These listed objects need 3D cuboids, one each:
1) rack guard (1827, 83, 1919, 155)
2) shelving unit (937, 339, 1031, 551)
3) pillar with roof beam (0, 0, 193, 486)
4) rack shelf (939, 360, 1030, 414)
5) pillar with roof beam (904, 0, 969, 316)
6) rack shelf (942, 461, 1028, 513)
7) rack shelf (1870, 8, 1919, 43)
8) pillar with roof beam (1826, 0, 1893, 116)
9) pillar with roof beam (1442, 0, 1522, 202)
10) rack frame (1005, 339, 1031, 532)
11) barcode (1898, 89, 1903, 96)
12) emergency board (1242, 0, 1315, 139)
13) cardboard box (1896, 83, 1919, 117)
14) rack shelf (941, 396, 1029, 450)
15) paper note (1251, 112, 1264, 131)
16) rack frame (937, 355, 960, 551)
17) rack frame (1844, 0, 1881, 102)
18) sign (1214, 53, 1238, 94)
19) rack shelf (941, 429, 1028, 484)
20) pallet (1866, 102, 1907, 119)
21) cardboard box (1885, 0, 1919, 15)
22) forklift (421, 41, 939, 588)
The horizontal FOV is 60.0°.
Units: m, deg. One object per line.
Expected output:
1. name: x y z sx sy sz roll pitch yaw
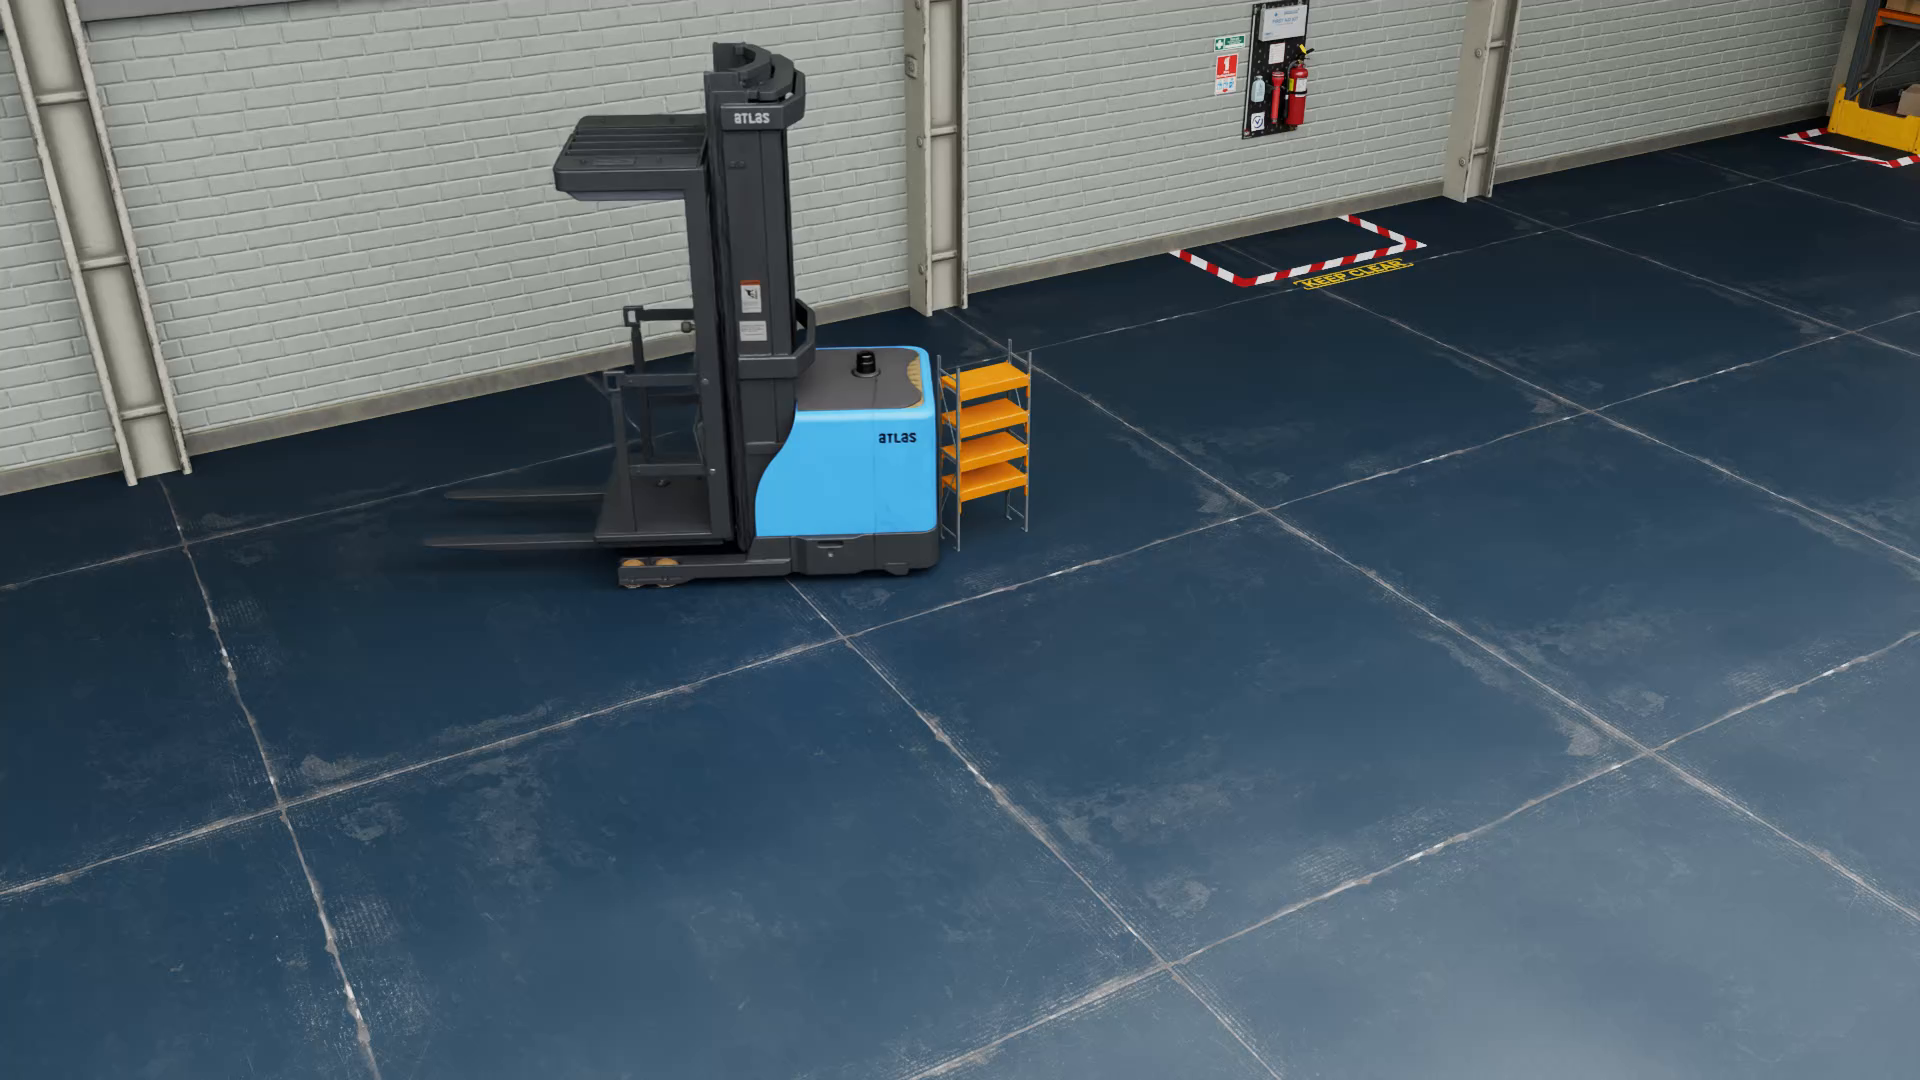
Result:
1. rack guard: 10.066 -4.577 18.025 0.348 0.500 1.175 -16 33 -26
2. shelving unit: 0.143 -0.566 10.034 0.503 1.200 0.258 -16 33 -26
3. pillar with roof beam: -3.172 -2.611 5.668 0.400 9.000 9.100 -16 33 -26
4. rack shelf: 0.143 -0.910 9.844 0.480 0.148 0.258 -16 33 -26
5. pillar with roof beam: 2.001 -4.080 8.329 0.400 9.000 9.100 -16 33 -26
6. rack shelf: 0.143 -0.333 10.162 0.480 0.148 0.258 -16 33 -26
7. rack shelf: 11.725 -5.827 18.449 4.000 0.370 1.077 -16 33 -26
8. pillar with roof beam: 12.347 -7.017 13.652 0.400 9.000 9.100 -16 33 -26
9. pillar with roof beam: 7.174 -5.549 10.991 0.400 9.000 9.100 -16 33 -26
10. rack frame: 0.353 -0.626 10.142 0.015 1.200 0.240 -16 33 -26
11. barcode: 10.455 -4.975 18.478 0.075 0.075 0.001 -16 33 -26
12. emergency board: 2.843 -4.126 14.623 0.643 1.169 0.194 -16 33 -26
13. cardboard box: 10.642 -4.800 18.170 0.500 0.311 0.500 -20 35 -32
14. rack shelf: 0.143 -0.703 9.958 0.480 0.148 0.258 -16 33 -26
15. paper note: 2.655 -3.726 14.809 0.142 0.148 0.016 -16 33 -26
16. rack frame: -0.068 -0.506 9.925 0.015 1.200 0.240 -16 33 -26
17. rack frame: 10.000 -5.652 17.388 0.127 3.000 1.000 -16 33 -26
18. sign: 2.314 -4.050 14.447 0.234 0.329 0.001 -16 33 -26
19. rack shelf: 0.143 -0.507 10.066 0.480 0.148 0.258 -16 33 -26
20. pallet: 10.784 -4.634 18.429 1.213 0.211 1.003 -16 33 -26
21. cardboard box: 10.305 -5.791 17.773 0.500 0.250 0.500 -15 32 -26
22. forklift: -1.664 -1.264 9.508 3.031 2.935 1.130 -2 29 -3
